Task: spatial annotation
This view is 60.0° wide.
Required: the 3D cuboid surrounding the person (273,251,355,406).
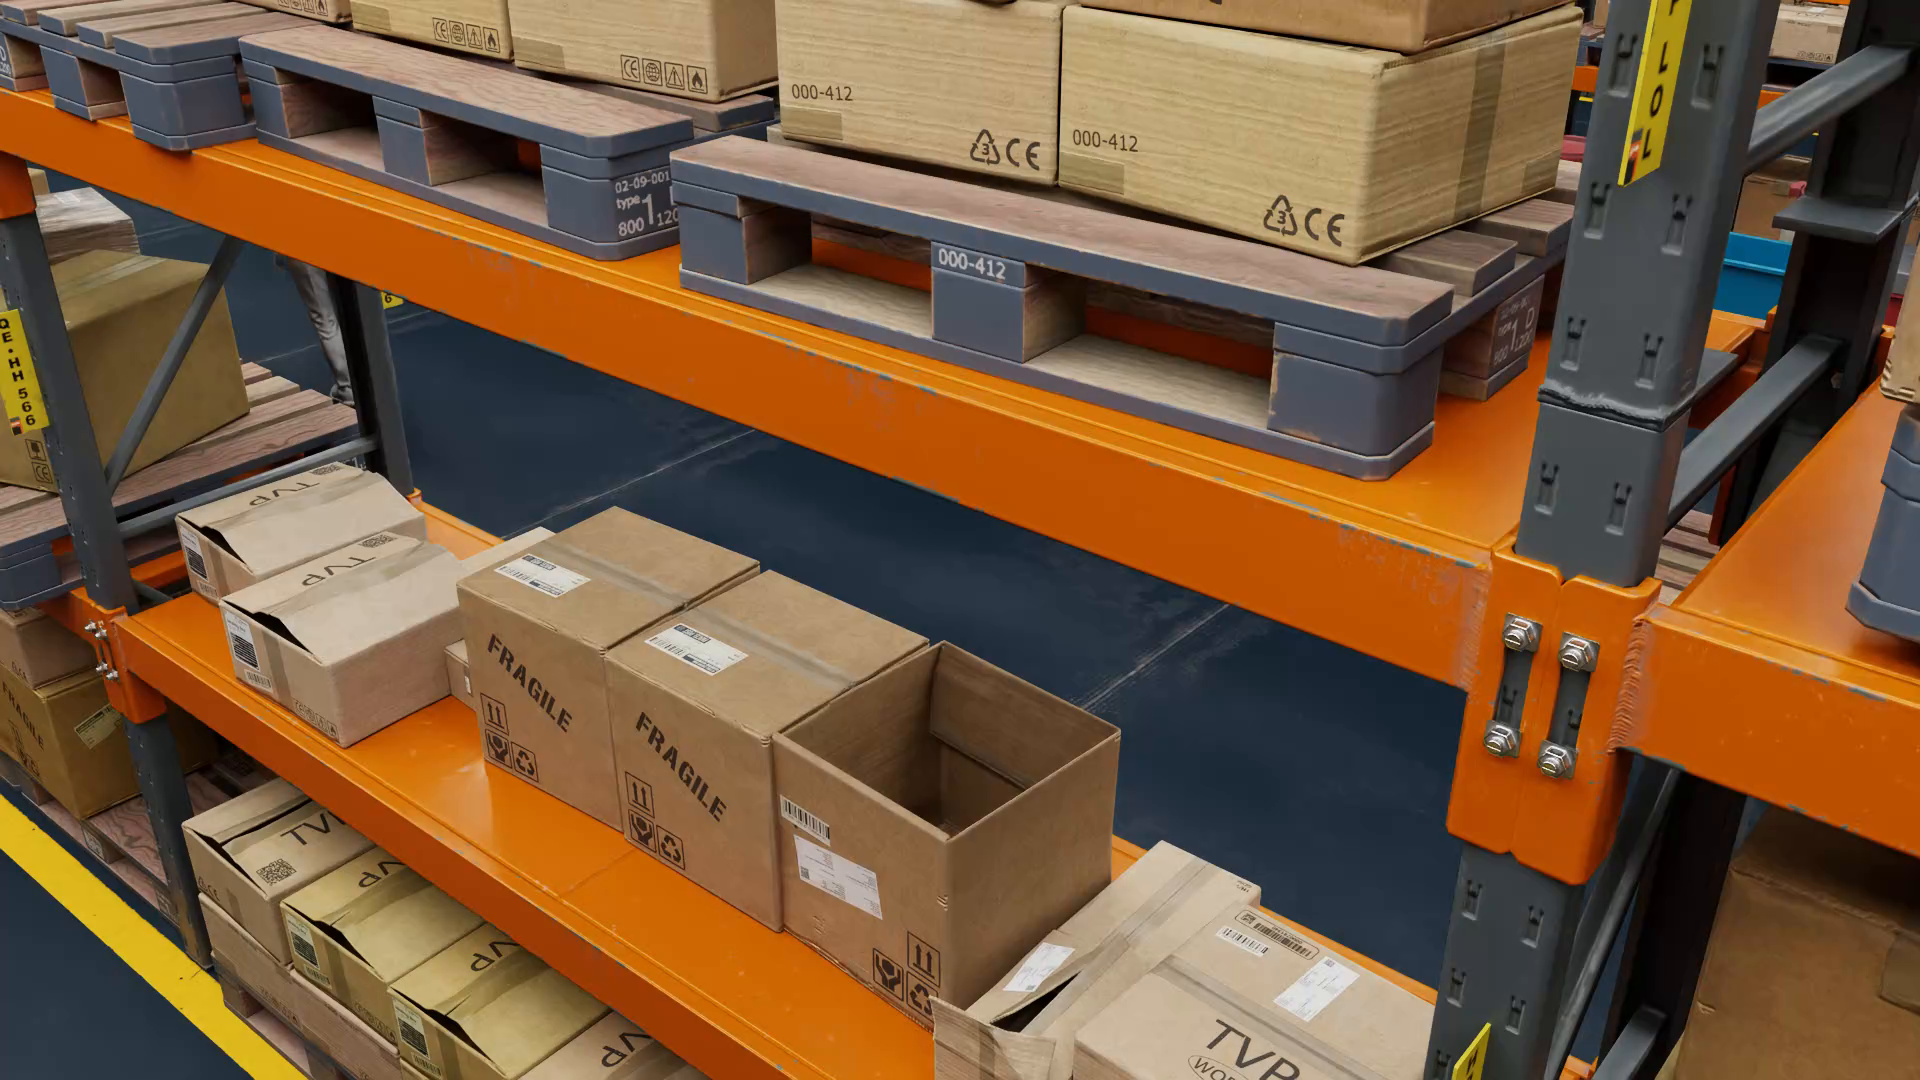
[{"bbox_3d":[-3.499,-1.543,9.085,0.478,1.754,0.504,-18,32,-31],"label":"person"}]
